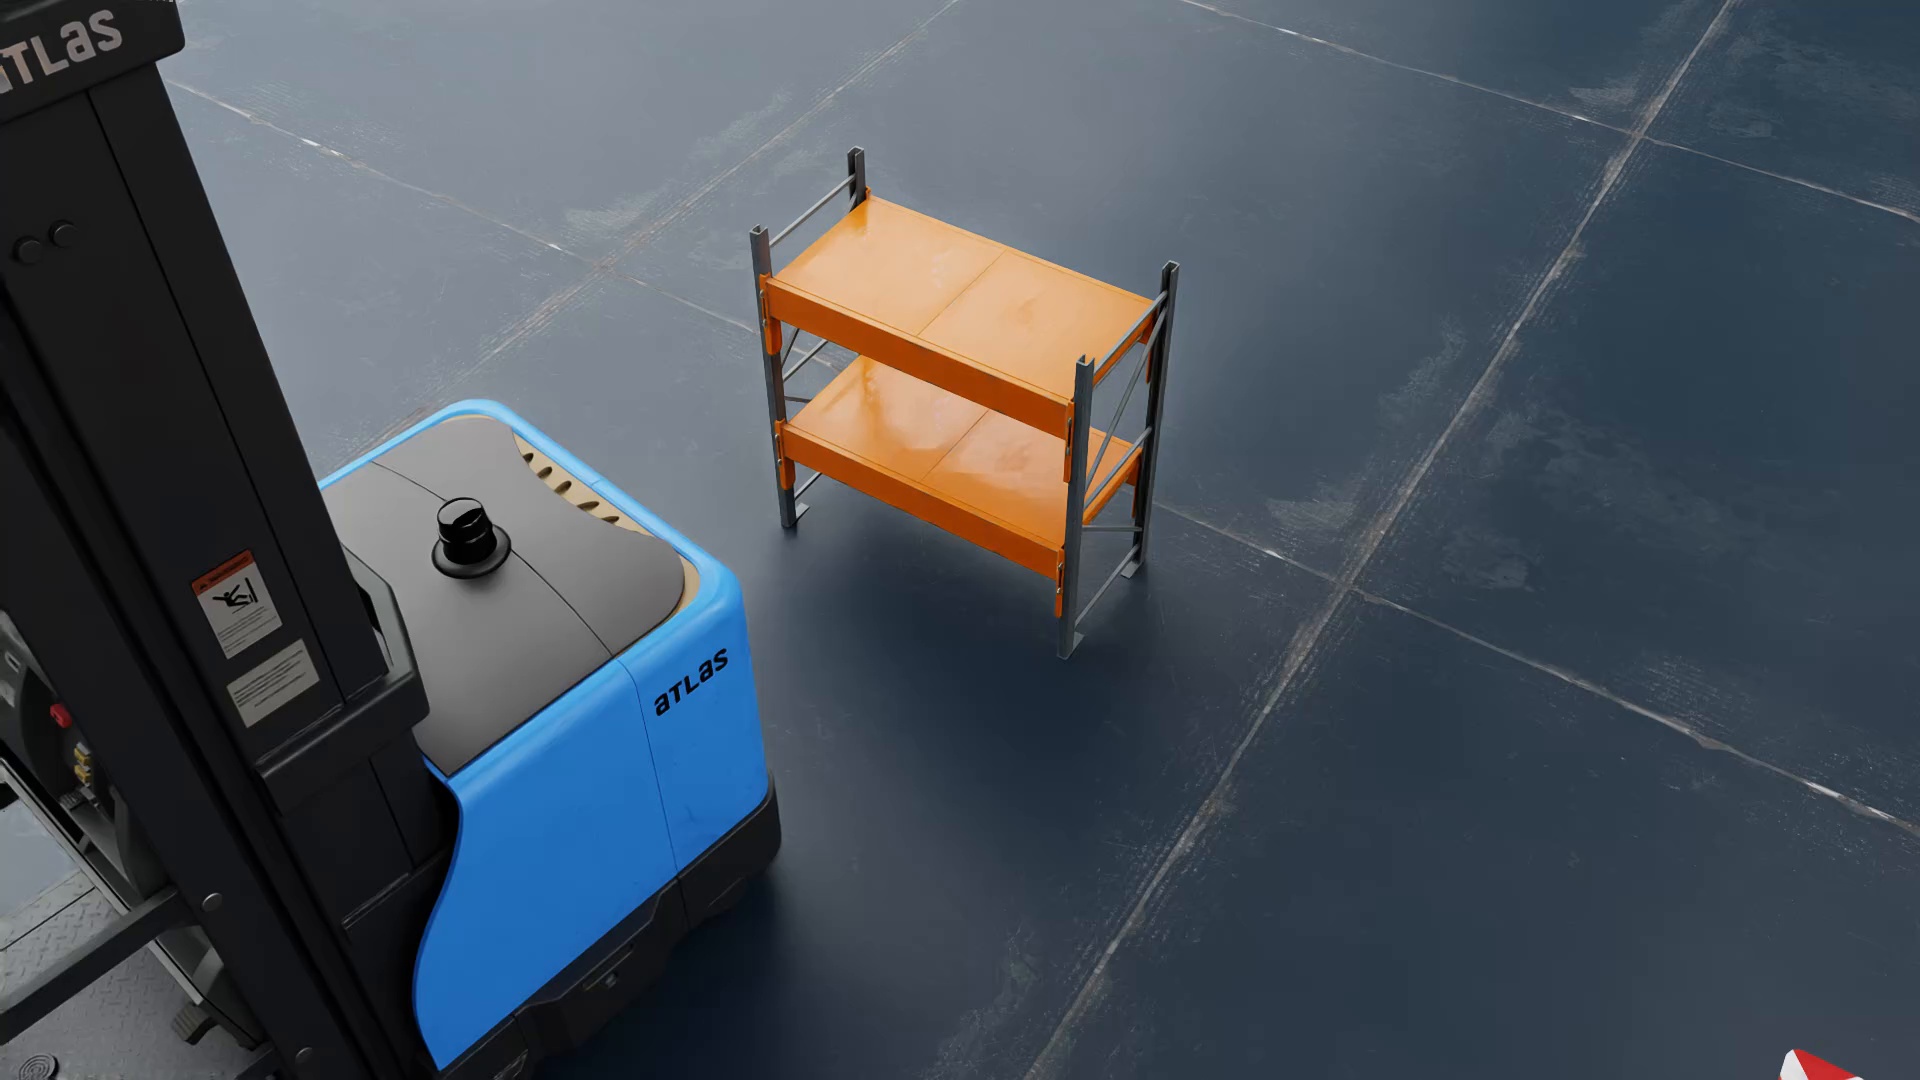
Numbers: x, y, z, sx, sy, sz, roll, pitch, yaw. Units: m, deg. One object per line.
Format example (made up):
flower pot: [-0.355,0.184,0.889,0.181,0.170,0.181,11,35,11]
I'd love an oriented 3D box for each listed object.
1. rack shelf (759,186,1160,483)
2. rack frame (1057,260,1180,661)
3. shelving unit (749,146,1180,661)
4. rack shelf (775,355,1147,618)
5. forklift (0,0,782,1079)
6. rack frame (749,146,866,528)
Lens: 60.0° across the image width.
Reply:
rack shelf: [0.006,-0.593,4.634,1.000,0.278,0.538,25,51,22]
rack frame: [0.434,-0.193,4.653,0.032,1.125,0.500,25,51,22]
shelving unit: [0.006,-0.389,4.844,1.048,1.125,0.538,25,51,22]
rack shelf: [0.006,-0.219,5.019,1.000,0.278,0.538,25,51,22]
forklift: [-1.833,0.365,2.852,1.130,2.935,3.031,33,54,28]
rack frame: [-0.422,-0.586,5.035,0.032,1.125,0.500,25,51,22]
